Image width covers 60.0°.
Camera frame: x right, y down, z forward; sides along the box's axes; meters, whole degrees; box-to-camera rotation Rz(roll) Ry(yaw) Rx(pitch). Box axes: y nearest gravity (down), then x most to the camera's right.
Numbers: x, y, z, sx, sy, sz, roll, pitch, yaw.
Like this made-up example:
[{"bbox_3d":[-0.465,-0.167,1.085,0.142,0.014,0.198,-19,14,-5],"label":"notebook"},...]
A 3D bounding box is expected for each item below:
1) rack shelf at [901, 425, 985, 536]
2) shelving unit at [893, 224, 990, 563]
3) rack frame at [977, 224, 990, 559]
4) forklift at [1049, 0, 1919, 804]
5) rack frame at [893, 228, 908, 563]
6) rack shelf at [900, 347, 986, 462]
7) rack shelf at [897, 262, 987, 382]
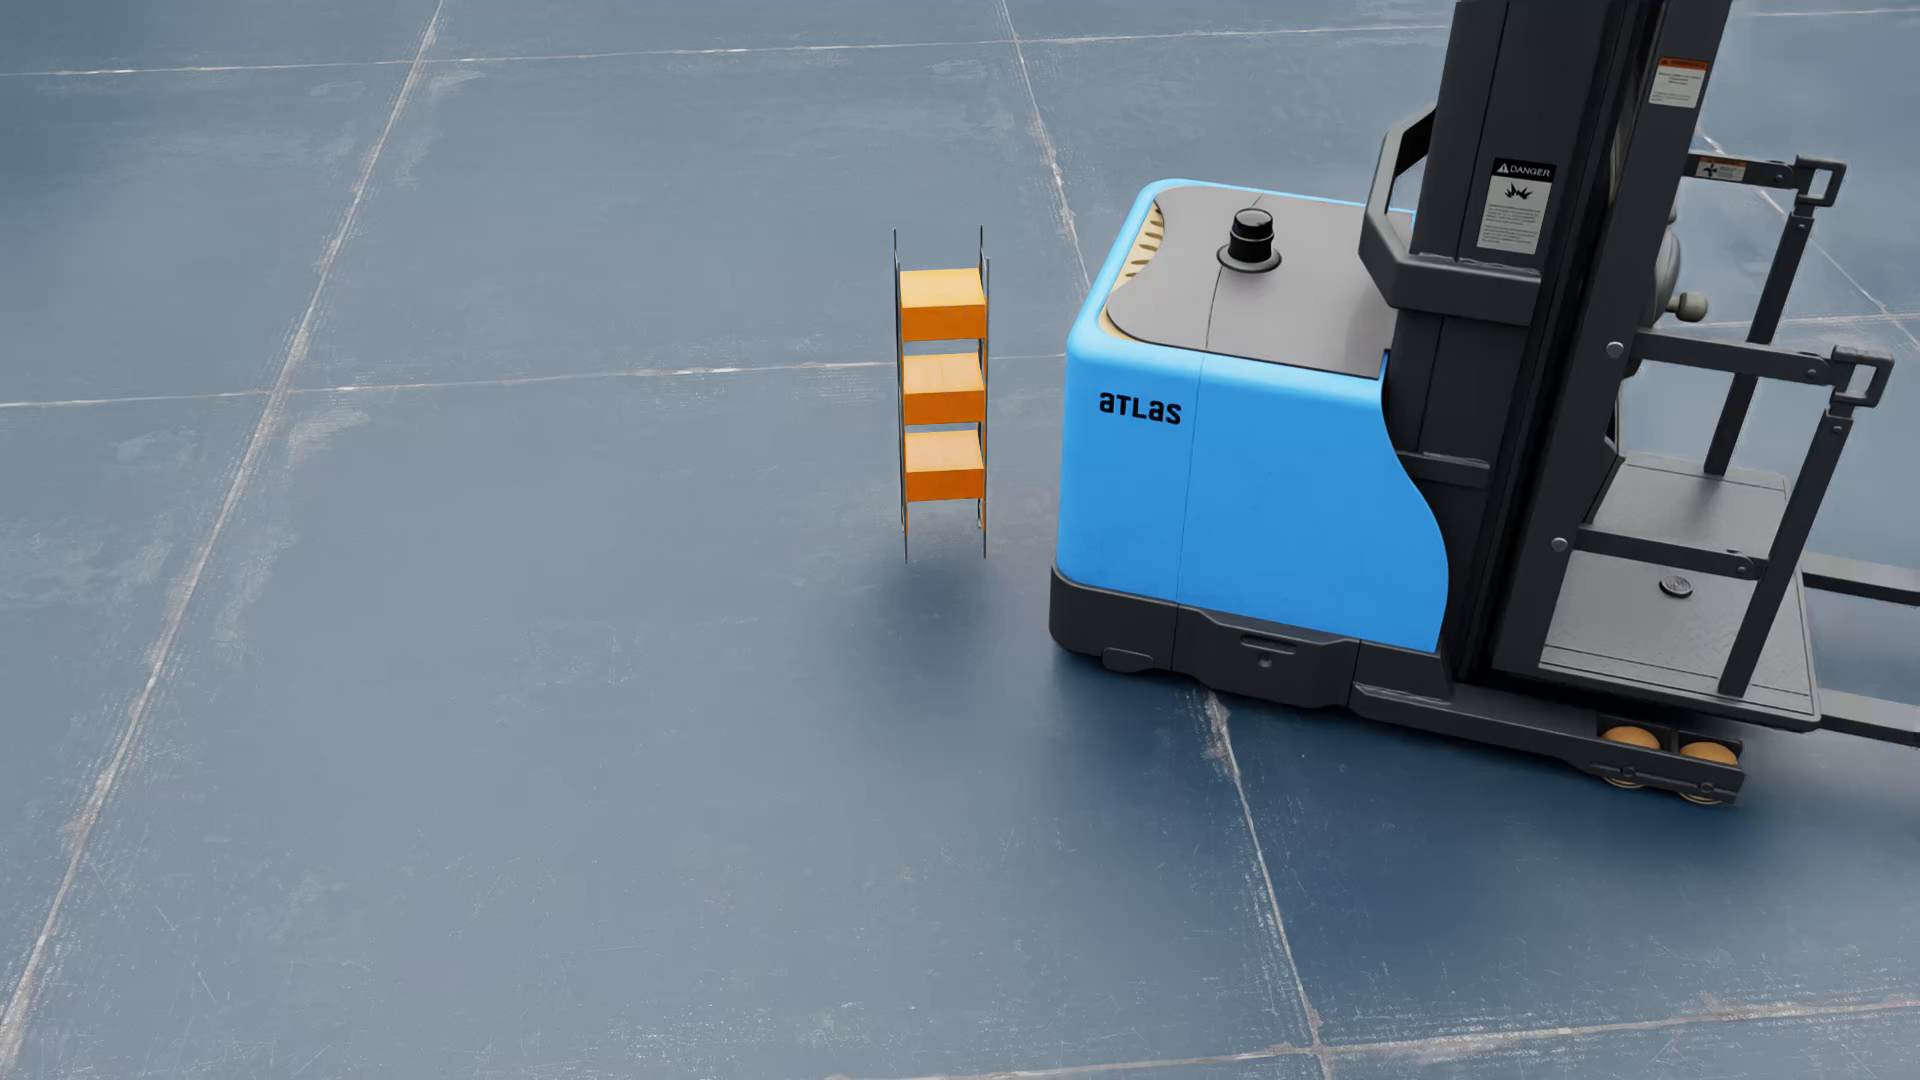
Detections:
[{"bbox_3d":[-0.053,-0.183,5.100,0.240,0.259,0.215,-3,38,-4],"label":"rack shelf"},{"bbox_3d":[-0.053,-0.409,4.921,0.252,1.050,0.215,-3,38,-4],"label":"shelving unit"},{"bbox_3d":[0.068,-0.416,4.930,0.008,1.050,0.200,-3,38,-4],"label":"rack frame"},{"bbox_3d":[1.833,-0.827,3.932,3.031,2.935,1.130,11,40,13],"label":"forklift"},{"bbox_3d":[-0.175,-0.403,4.913,0.008,1.050,0.200,-3,38,-4],"label":"rack frame"},{"bbox_3d":[-0.053,-0.401,4.928,0.240,0.259,0.215,-3,38,-4],"label":"rack shelf"},{"bbox_3d":[-0.053,-0.624,4.752,0.240,0.259,0.215,-3,38,-4],"label":"rack shelf"}]
